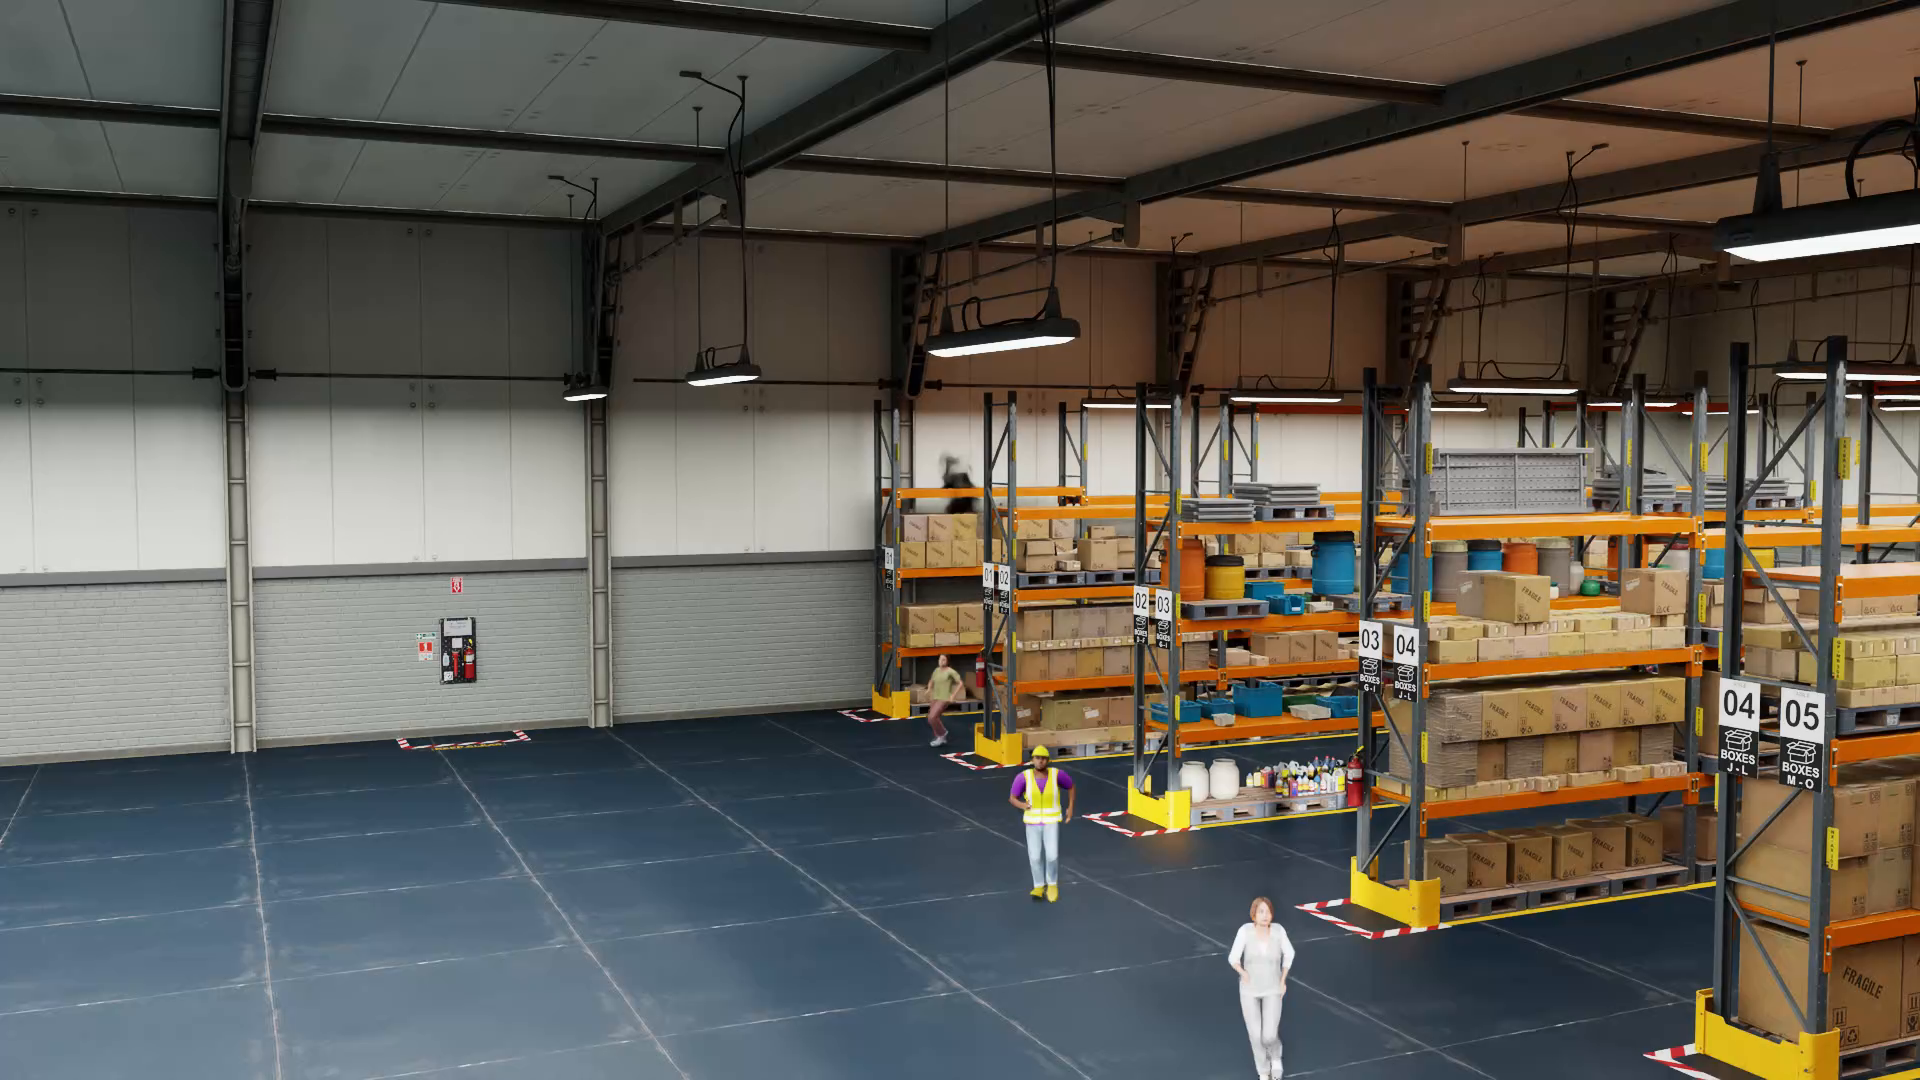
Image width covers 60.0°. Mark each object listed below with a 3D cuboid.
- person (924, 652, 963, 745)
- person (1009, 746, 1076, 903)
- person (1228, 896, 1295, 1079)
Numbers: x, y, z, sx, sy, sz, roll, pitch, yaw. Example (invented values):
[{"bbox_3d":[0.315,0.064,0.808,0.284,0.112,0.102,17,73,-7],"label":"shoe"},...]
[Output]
[{"bbox_3d":[-0.327,2.717,28.200,0.578,1.609,0.623,-3,5,-44],"label":"person"},{"bbox_3d":[0.917,3.193,18.678,0.740,1.773,0.664,0,3,6],"label":"person"},{"bbox_3d":[2.388,3.611,13.192,0.518,1.565,0.542,1,3,11],"label":"person"}]
